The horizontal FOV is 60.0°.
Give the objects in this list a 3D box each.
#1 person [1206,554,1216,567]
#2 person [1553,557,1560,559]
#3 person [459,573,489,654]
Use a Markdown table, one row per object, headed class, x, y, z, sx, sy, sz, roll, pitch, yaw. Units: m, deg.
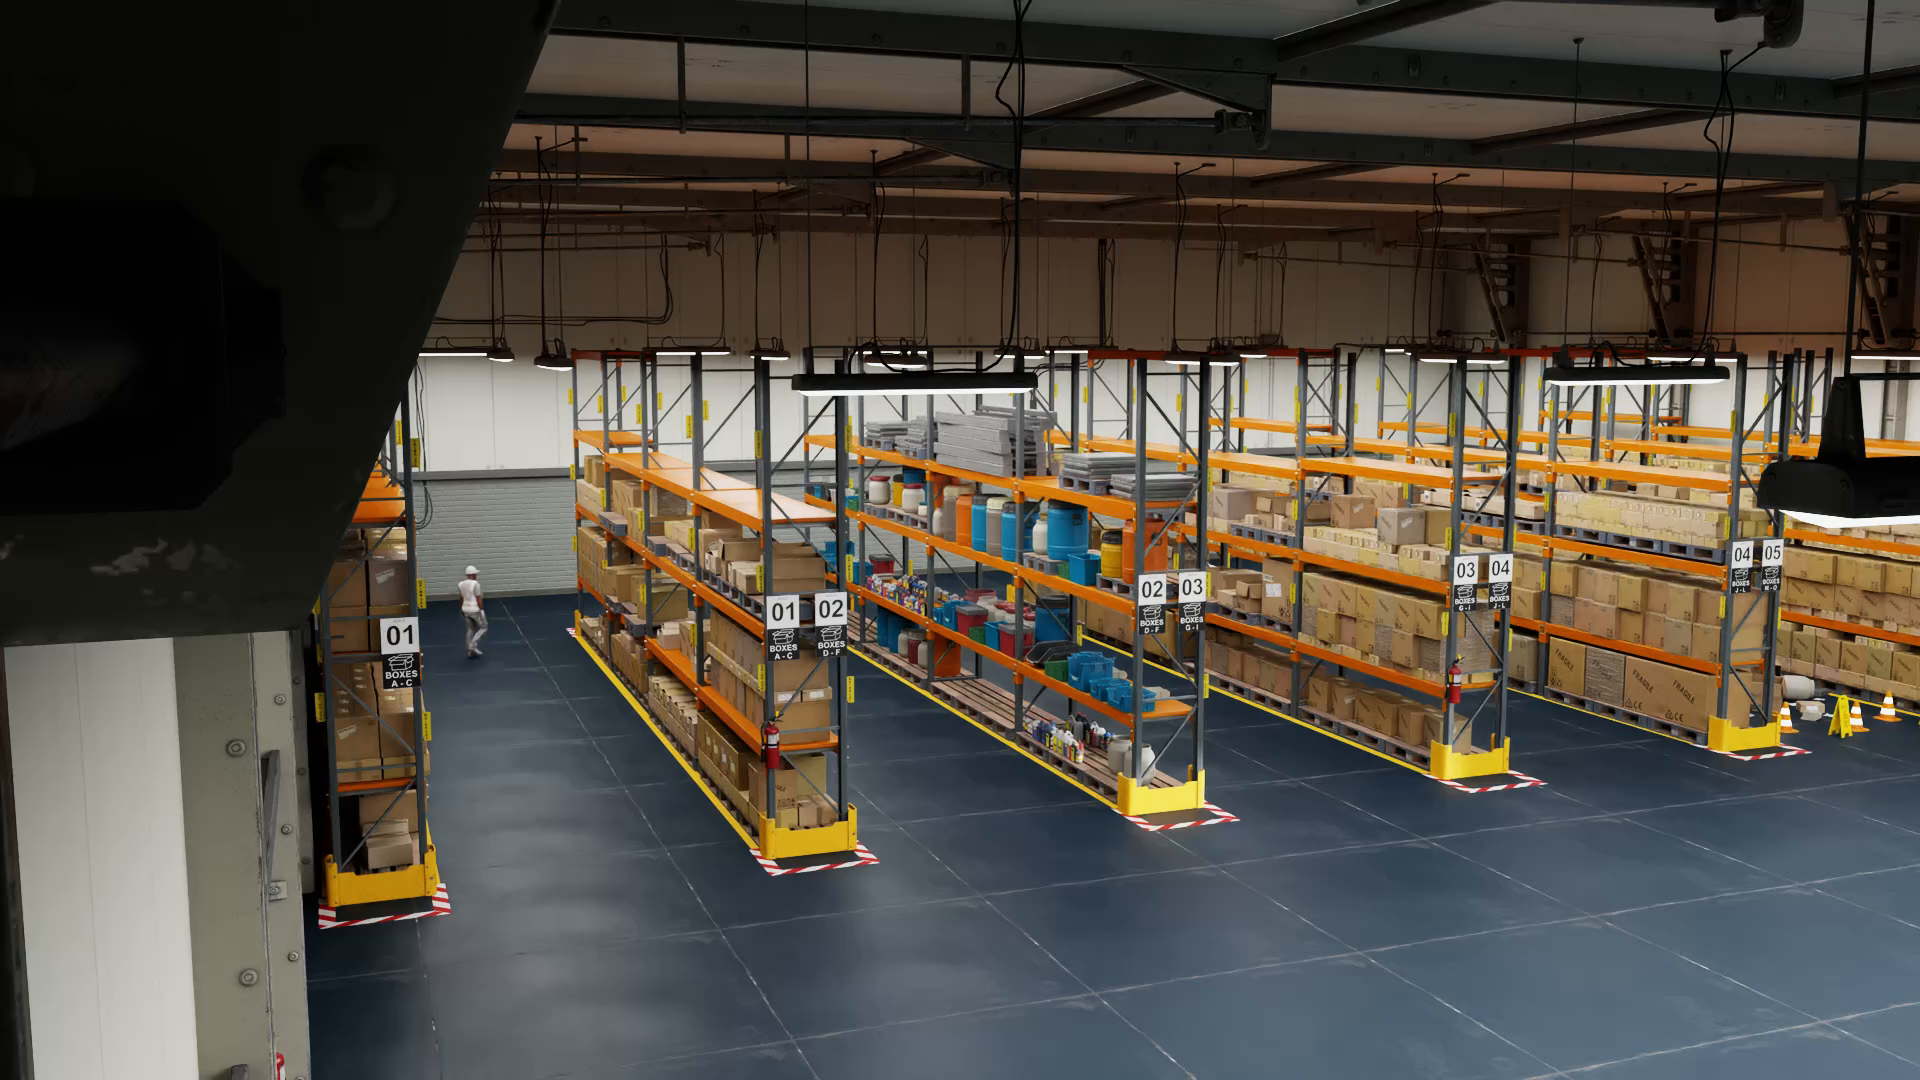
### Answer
| class | x | y | z | sx | sy | sz | roll | pitch | yaw |
| --- | --- | --- | --- | --- | --- | --- | --- | --- | --- |
| person | 5.118 | 1.143 | 34.767 | 0.630 | 1.777 | 0.830 | -1 | 7 | -8 |
| person | 12.294 | 1.243 | 34.169 | 0.542 | 1.818 | 0.609 | -6 | 9 | -38 |
| person | -9.566 | 1.392 | 32.572 | 0.593 | 1.693 | 0.438 | 4 | 8 | 30 |
